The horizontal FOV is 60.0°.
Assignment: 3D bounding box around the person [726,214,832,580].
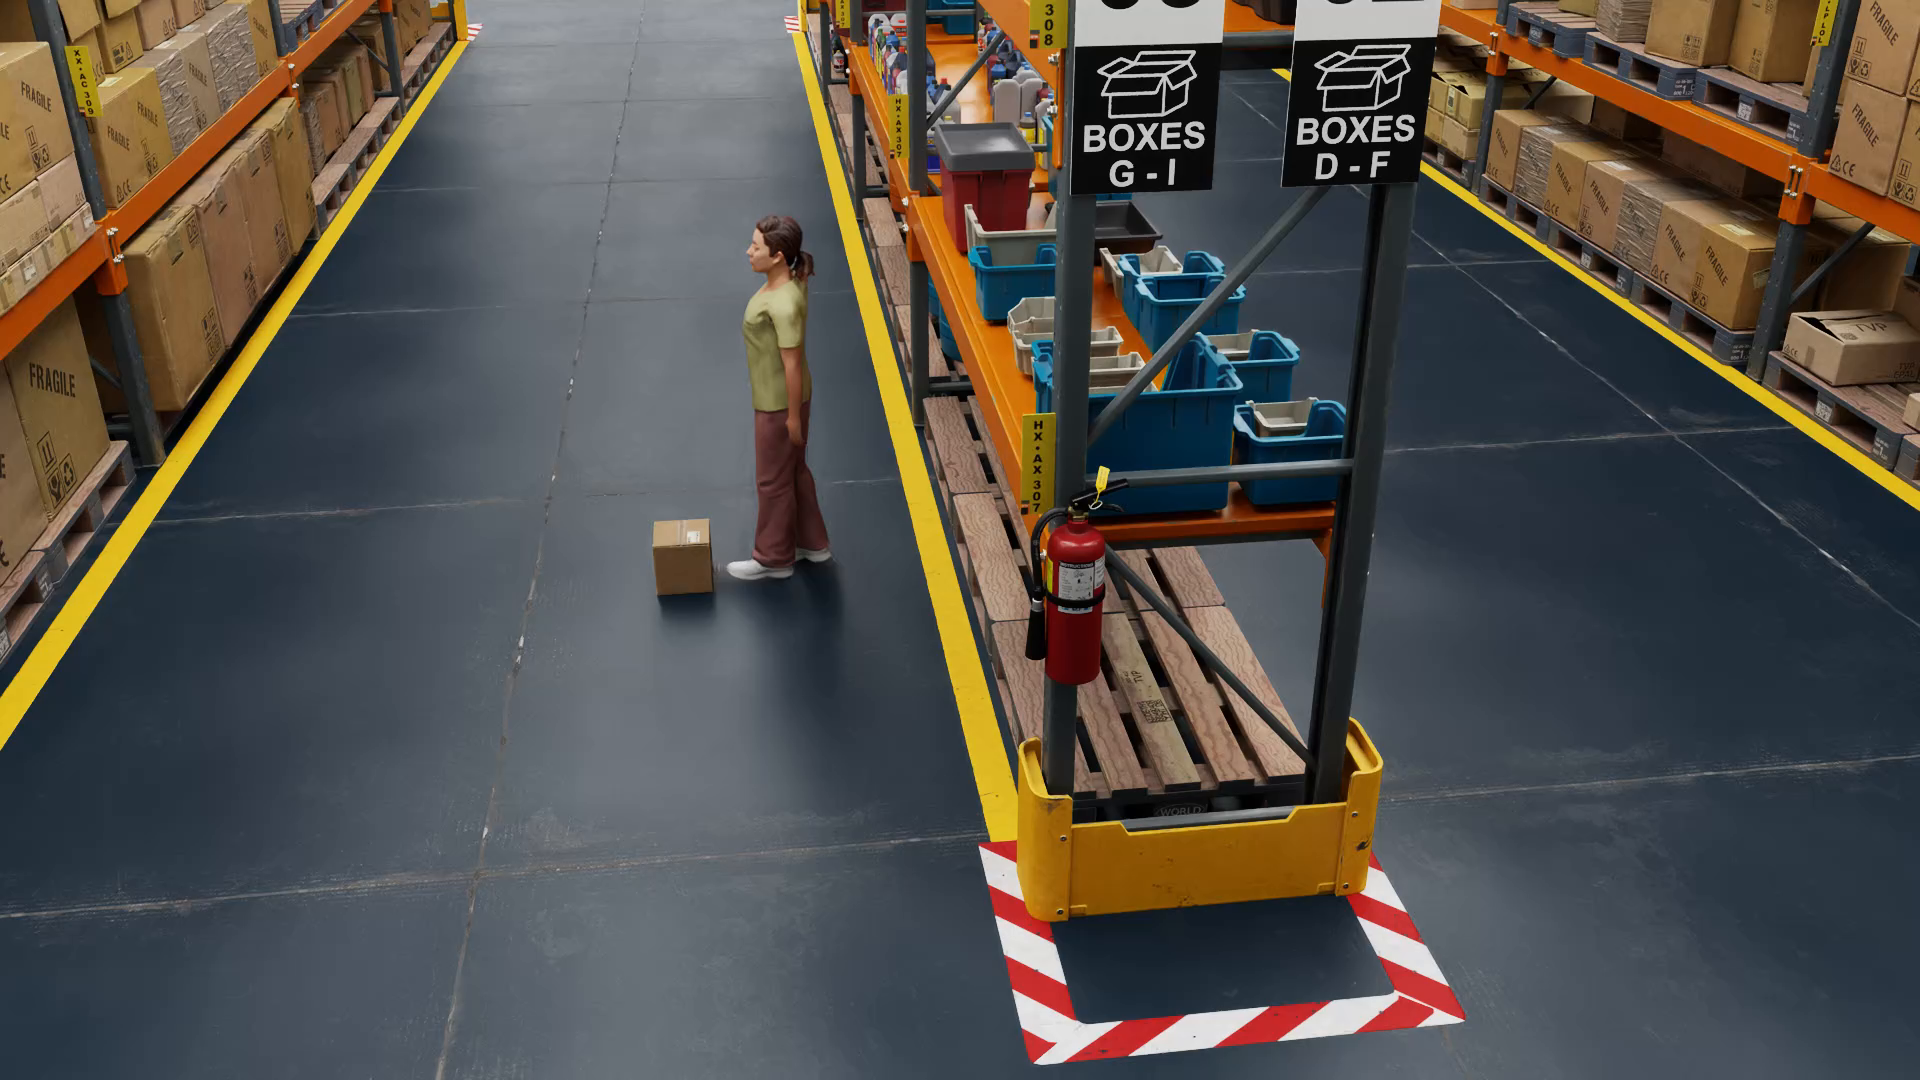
[{"bbox_3d":[-0.827,-0.605,7.262,0.469,1.683,0.502,0,27,-1],"label":"person"}]
